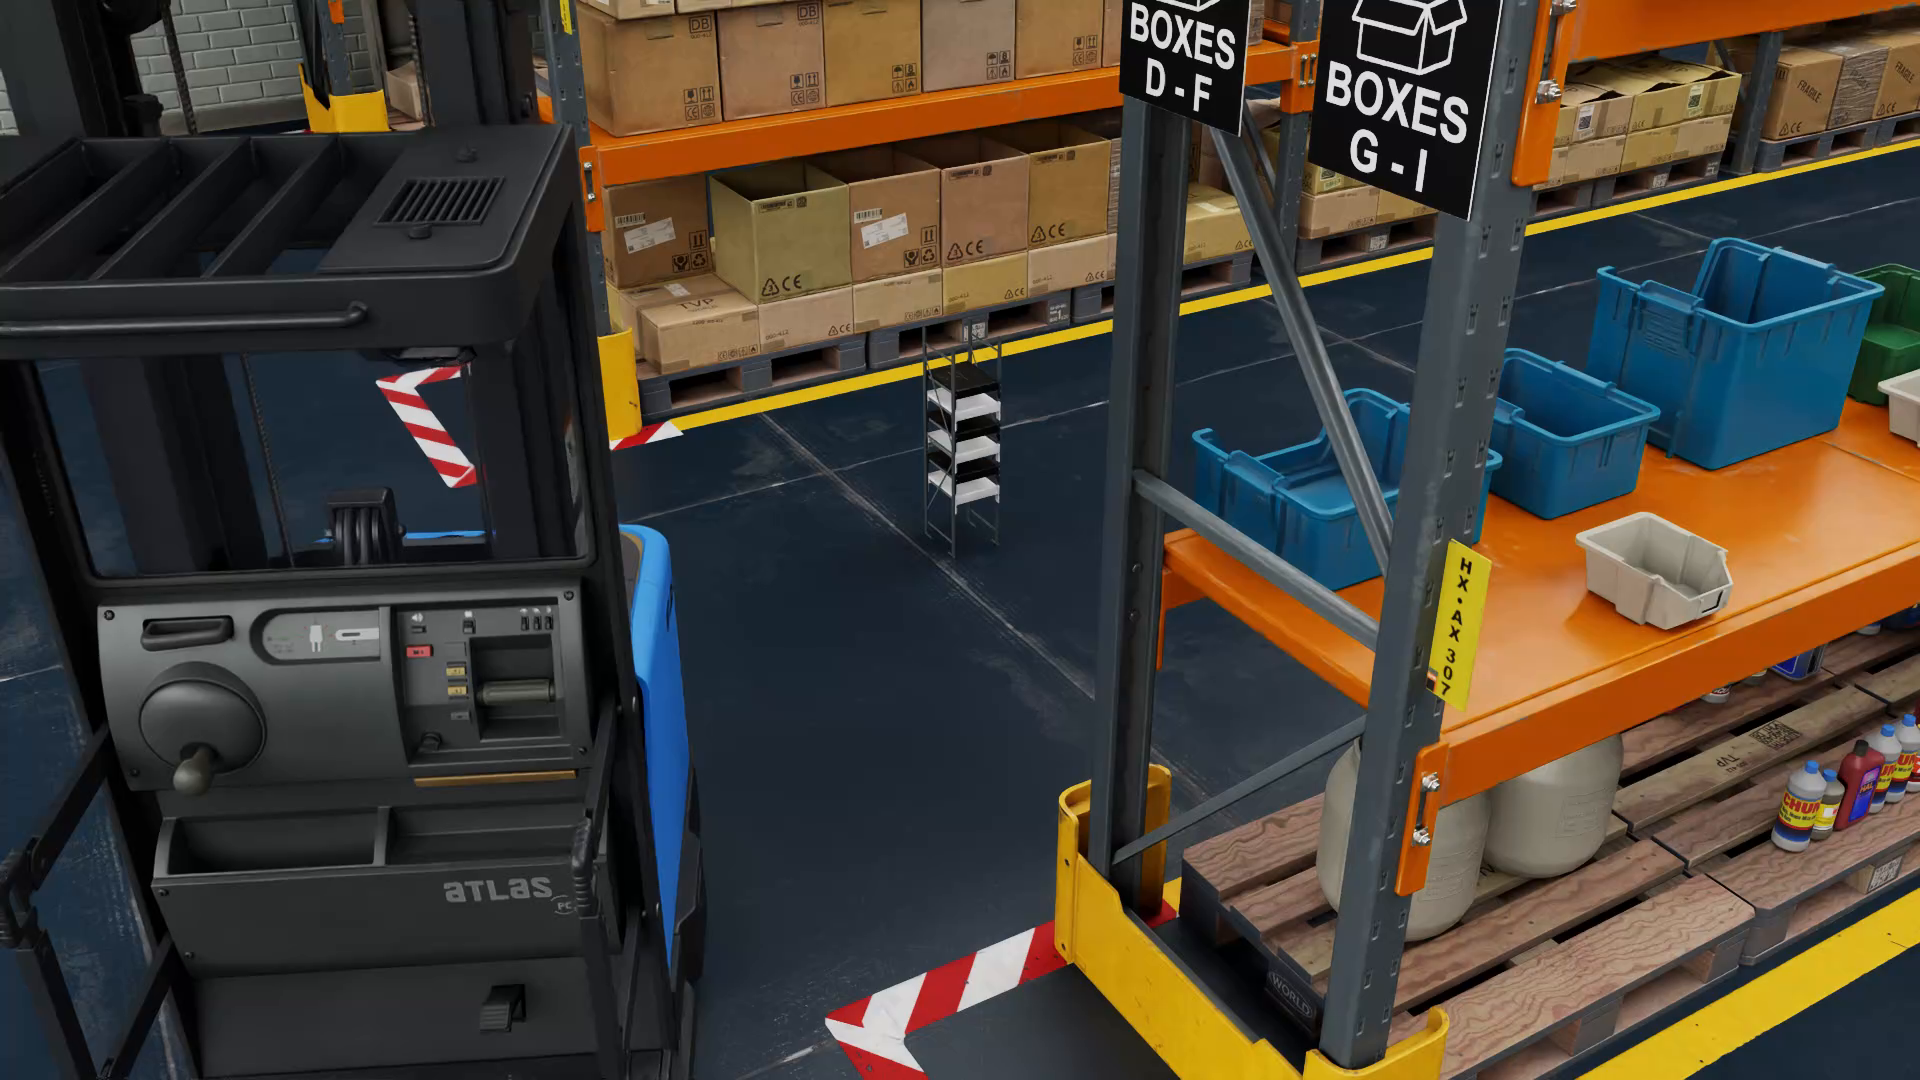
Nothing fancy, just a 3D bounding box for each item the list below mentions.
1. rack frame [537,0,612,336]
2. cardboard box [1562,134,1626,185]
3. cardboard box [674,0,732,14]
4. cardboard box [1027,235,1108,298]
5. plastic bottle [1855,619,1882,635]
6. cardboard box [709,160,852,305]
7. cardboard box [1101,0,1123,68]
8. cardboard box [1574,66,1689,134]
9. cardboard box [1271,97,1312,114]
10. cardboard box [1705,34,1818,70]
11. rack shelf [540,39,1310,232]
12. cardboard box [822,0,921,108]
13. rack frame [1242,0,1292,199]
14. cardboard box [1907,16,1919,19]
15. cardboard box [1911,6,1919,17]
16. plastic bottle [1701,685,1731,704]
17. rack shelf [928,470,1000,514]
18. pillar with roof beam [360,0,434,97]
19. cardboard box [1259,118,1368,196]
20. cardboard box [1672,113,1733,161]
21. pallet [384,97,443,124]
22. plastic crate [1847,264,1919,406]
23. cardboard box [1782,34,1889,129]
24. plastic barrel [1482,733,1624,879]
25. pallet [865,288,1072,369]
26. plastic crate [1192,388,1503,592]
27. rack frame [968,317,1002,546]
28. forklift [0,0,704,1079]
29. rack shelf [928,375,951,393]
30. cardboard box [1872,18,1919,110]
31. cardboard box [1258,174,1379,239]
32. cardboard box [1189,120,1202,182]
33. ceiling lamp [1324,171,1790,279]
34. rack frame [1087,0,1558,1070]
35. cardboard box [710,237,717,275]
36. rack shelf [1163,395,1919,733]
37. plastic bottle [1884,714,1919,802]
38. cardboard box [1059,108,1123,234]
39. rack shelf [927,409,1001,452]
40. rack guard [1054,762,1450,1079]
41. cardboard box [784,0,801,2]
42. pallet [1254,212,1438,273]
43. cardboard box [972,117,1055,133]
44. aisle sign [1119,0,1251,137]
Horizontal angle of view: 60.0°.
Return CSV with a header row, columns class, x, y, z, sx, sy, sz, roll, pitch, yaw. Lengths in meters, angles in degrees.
class,x,y,z,sx,sy,sz,roll,pitch,yaw
rack frame,-1.863,-2.013,7.294,0.127,3.000,1.000,-16,33,-26
cardboard box,3.827,-2.472,10.535,0.500,0.250,0.500,-15,32,-25
cardboard box,-1.189,-2.413,7.243,0.264,0.149,0.389,-15,32,-26
cardboard box,0.437,-1.521,8.813,0.500,0.250,0.500,-16,33,-26
plastic bottle,3.122,0.184,5.680,0.097,0.271,0.097,0,29,0
cardboard box,-0.858,-1.483,7.969,0.500,0.500,0.500,-16,33,-26
cardboard box,0.755,-2.793,8.603,0.500,0.500,0.700,-16,33,-27
cardboard box,4.263,-2.836,10.616,0.500,0.311,0.500,-16,33,-27
cardboard box,2.235,-2.567,10.127,0.500,0.311,0.500,-15,32,-25
cardboard box,5.722,-3.397,11.932,0.500,0.500,0.500,-15,32,-24
rack shelf,-0.139,-2.188,8.355,4.000,0.370,1.077,-16,33,-26
cardboard box,-0.573,-2.416,7.919,0.500,0.500,0.700,-16,33,-26
rack frame,1.584,-2.994,9.070,0.053,2.616,0.949,-16,33,-26
cardboard box,7.054,-3.778,12.622,0.500,0.500,0.500,-15,32,-26
cardboard box,7.081,-4.116,12.459,0.500,0.250,0.500,-16,33,-26
plastic bottle,2.435,0.415,5.335,0.097,0.201,0.097,0,29,0
rack shelf,0.007,-0.209,6.639,0.200,0.077,0.258,-16,33,-26
pillar with roof beam,-2.029,-5.441,7.296,0.400,9.000,9.100,-16,33,-26
cardboard box,2.068,-2.215,9.491,0.500,0.311,0.500,-16,33,-26
cardboard box,4.704,-2.721,10.988,0.500,0.250,0.500,-15,32,-25
pallet,-3.592,-3.058,12.072,1.213,0.211,1.003,-16,33,-26
plastic crate,2.779,-0.621,4.989,0.662,0.188,0.450,-16,33,-26
cardboard box,6.020,-3.193,11.562,0.500,0.500,0.500,-17,33,-28
plastic barrel,1.604,0.641,4.625,0.421,0.512,0.421,0,29,0
pallet,-0.174,-1.294,8.876,1.213,0.211,1.003,-16,33,-26
plastic crate,0.923,-0.131,4.037,0.616,0.251,0.499,-16,33,-26
rack frame,0.095,-0.421,6.581,0.006,0.900,0.240,-16,33,-26
forklift,-1.181,0.314,3.148,1.130,2.935,3.031,-3,29,-6
rack shelf,0.007,-0.616,6.415,0.184,0.015,0.199,-16,33,-26
cardboard box,6.903,-3.443,12.016,0.500,0.500,0.500,-17,33,-28
cardboard box,2.059,-1.968,9.623,0.500,0.250,0.500,-17,33,-27
cardboard box,1.027,-2.318,9.480,0.500,0.500,0.500,-16,33,-26
ceiling lamp,3.846,-2.001,10.377,4.000,0.001,0.159,-16,33,-26
rack frame,0.643,0.051,3.553,0.127,3.000,1.000,-16,33,-26
cardboard box,-1.125,-1.375,8.548,0.500,0.250,0.500,-16,33,-26
rack shelf,2.368,-0.209,4.567,3.809,0.124,0.919,-16,33,-26
plastic bottle,2.746,0.631,4.871,0.097,0.271,0.097,0,29,0
cardboard box,0.860,-1.979,8.866,0.500,0.500,0.500,-16,33,-26
rack shelf,0.007,-0.446,6.509,0.200,0.077,0.258,-16,33,-26
rack guard,0.685,1.107,4.226,0.348,0.500,1.175,-16,33,-26
cardboard box,-0.755,-2.534,7.463,0.250,0.149,0.380,-16,33,-27
pallet,2.201,-1.968,10.098,1.213,0.211,1.003,-16,33,-26
cardboard box,0.165,-2.073,9.037,0.500,0.500,0.500,-16,33,-26
aisle sign,0.431,-1.193,3.117,0.004,0.787,0.394,-16,33,-26
